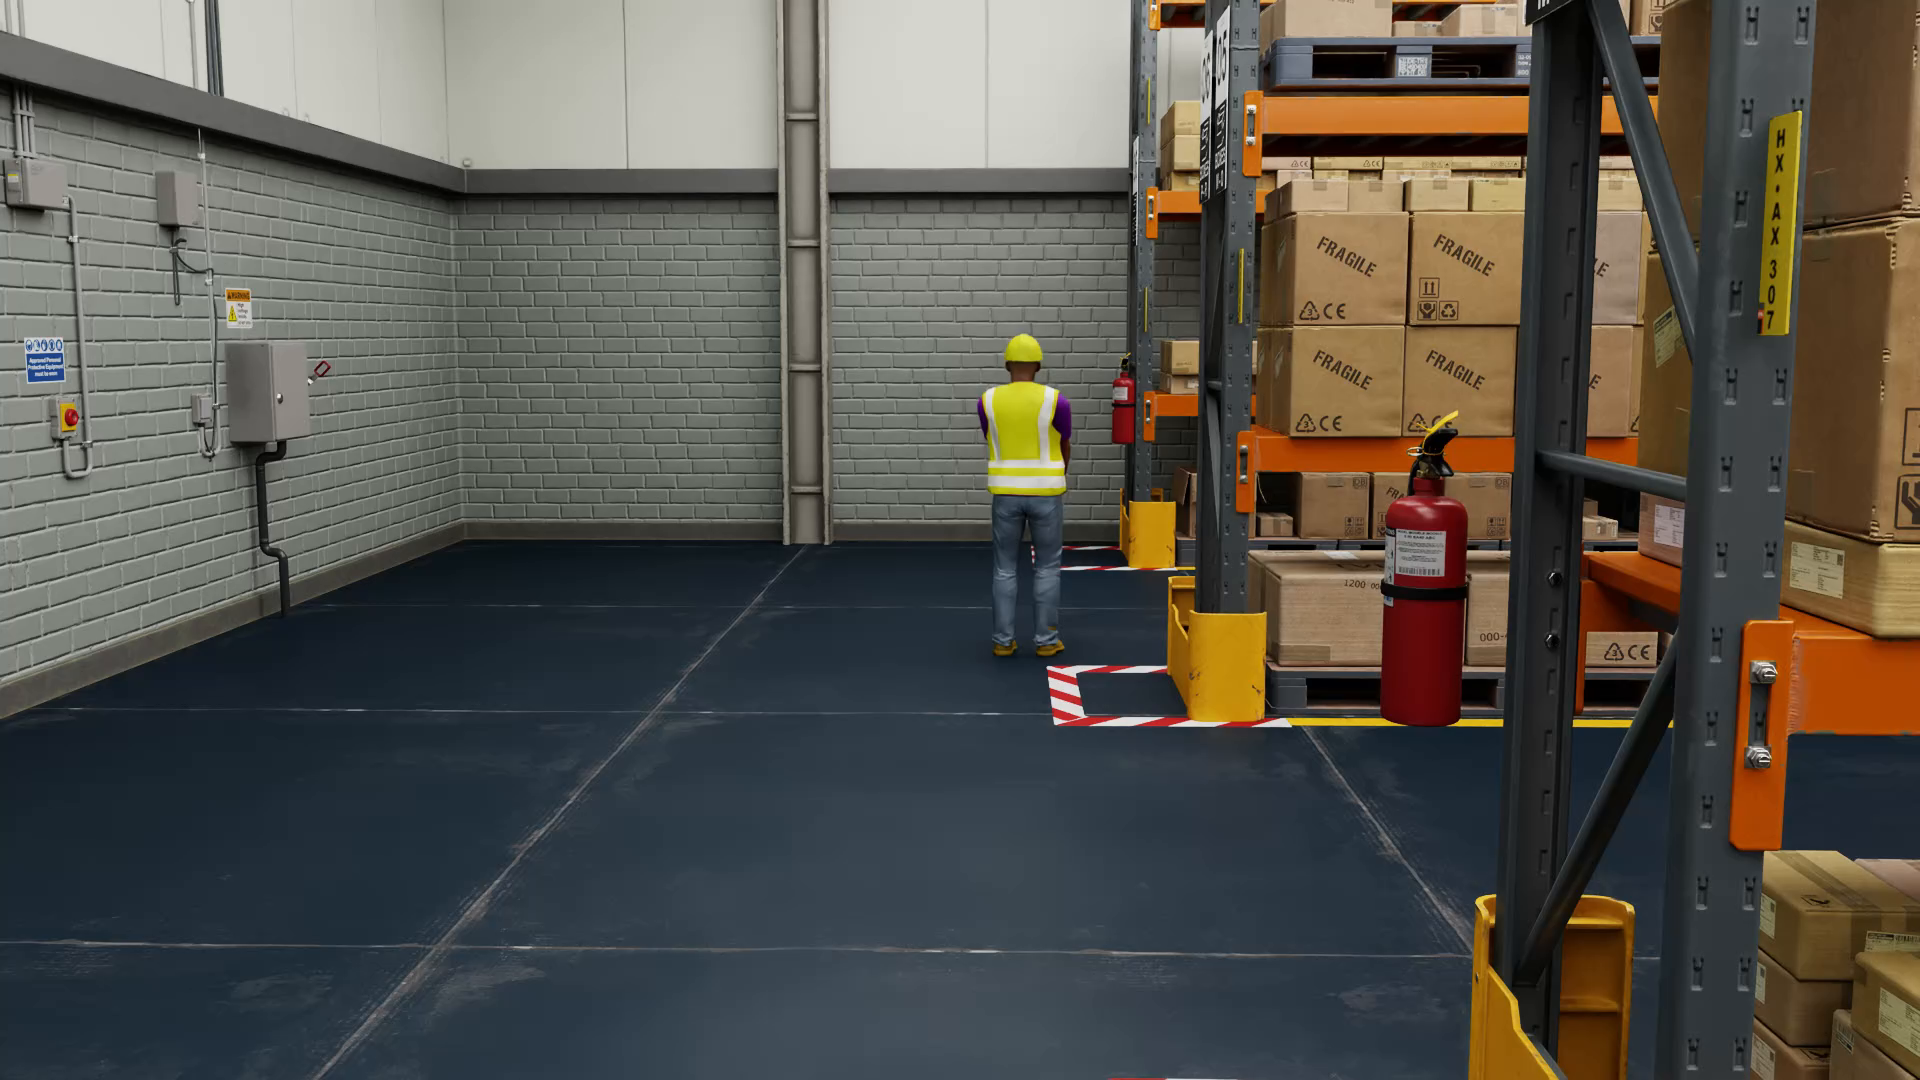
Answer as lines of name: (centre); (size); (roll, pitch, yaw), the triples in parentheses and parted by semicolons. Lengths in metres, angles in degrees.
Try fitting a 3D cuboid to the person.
person: (0.357, -0.242, 9.109); (0.601, 1.763, 0.443); (1, 7, 11)
